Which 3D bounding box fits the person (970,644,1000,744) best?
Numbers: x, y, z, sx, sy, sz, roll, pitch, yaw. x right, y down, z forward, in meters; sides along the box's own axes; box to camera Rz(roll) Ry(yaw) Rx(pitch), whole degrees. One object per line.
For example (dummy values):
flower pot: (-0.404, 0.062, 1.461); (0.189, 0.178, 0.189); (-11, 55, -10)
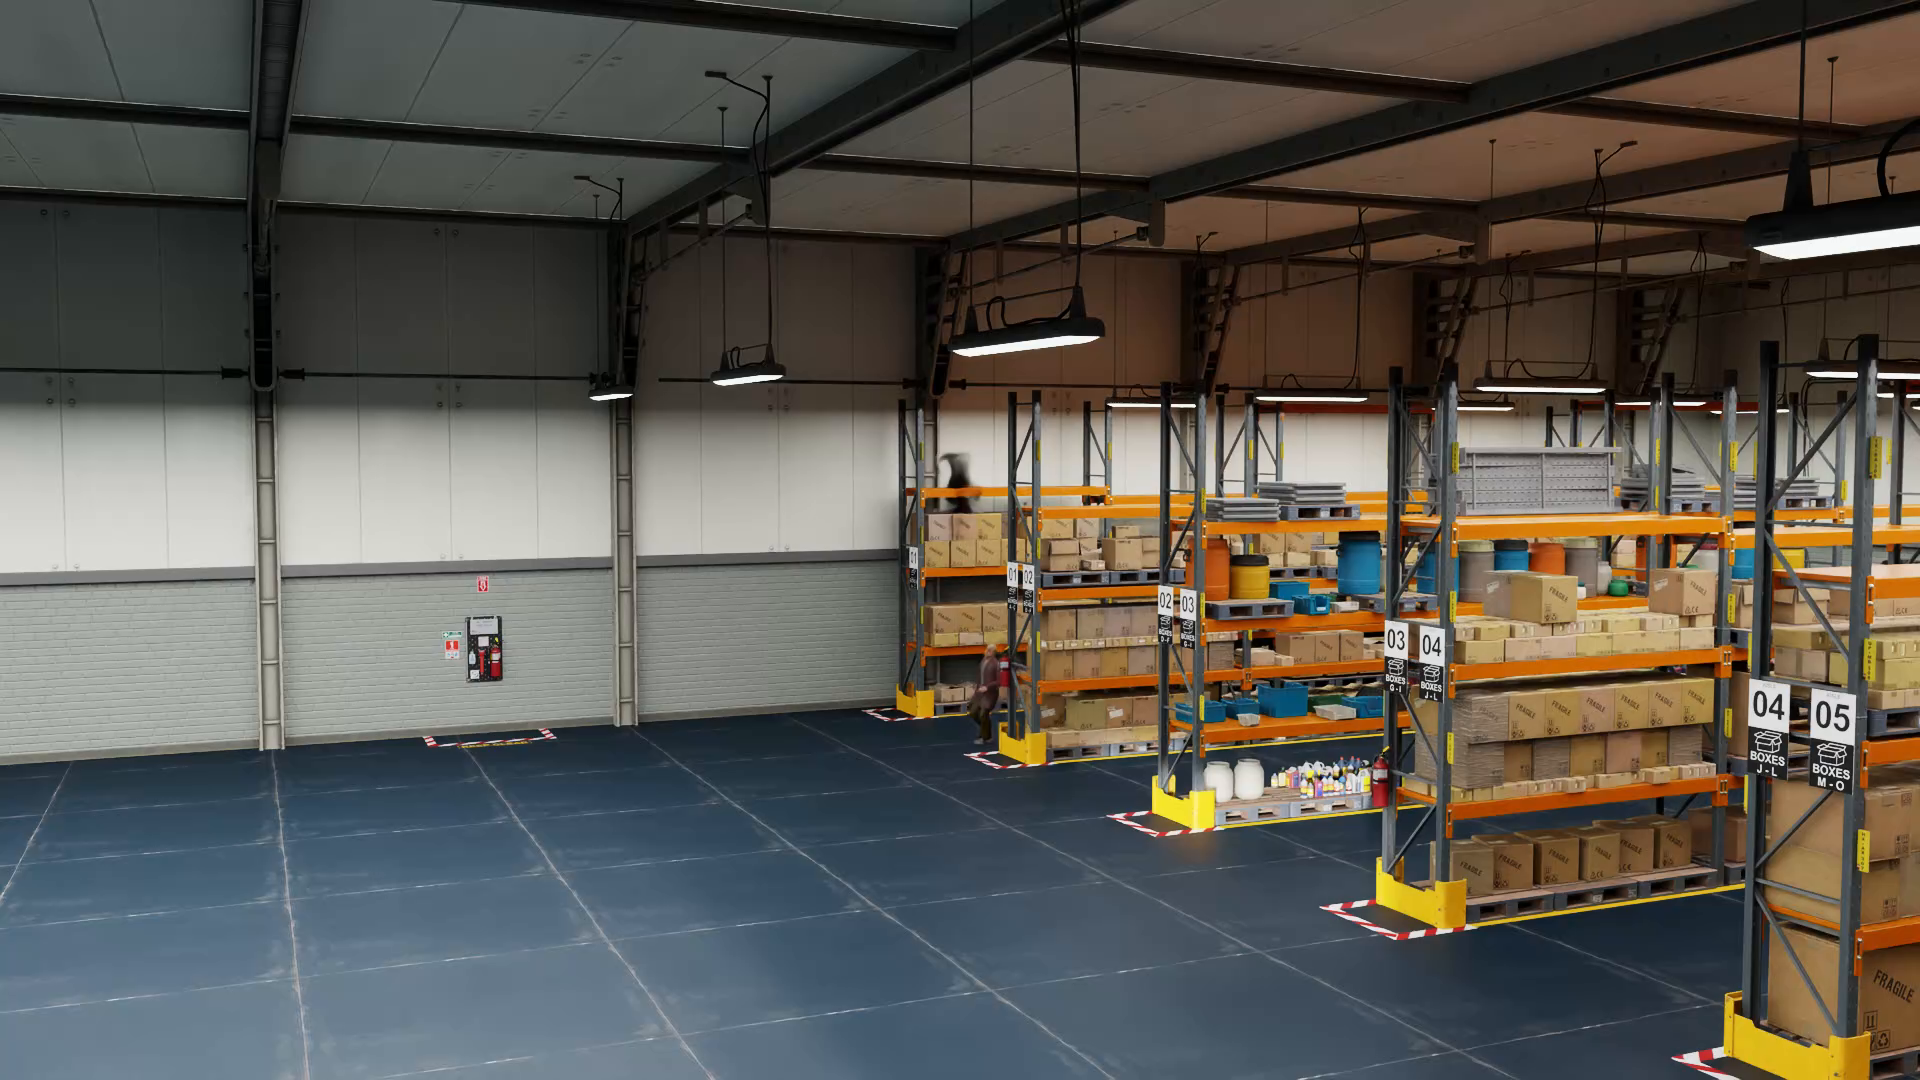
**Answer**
person: (0.482, 2.644, 28.477); (0.605, 1.747, 0.696); (-3, 5, -45)
